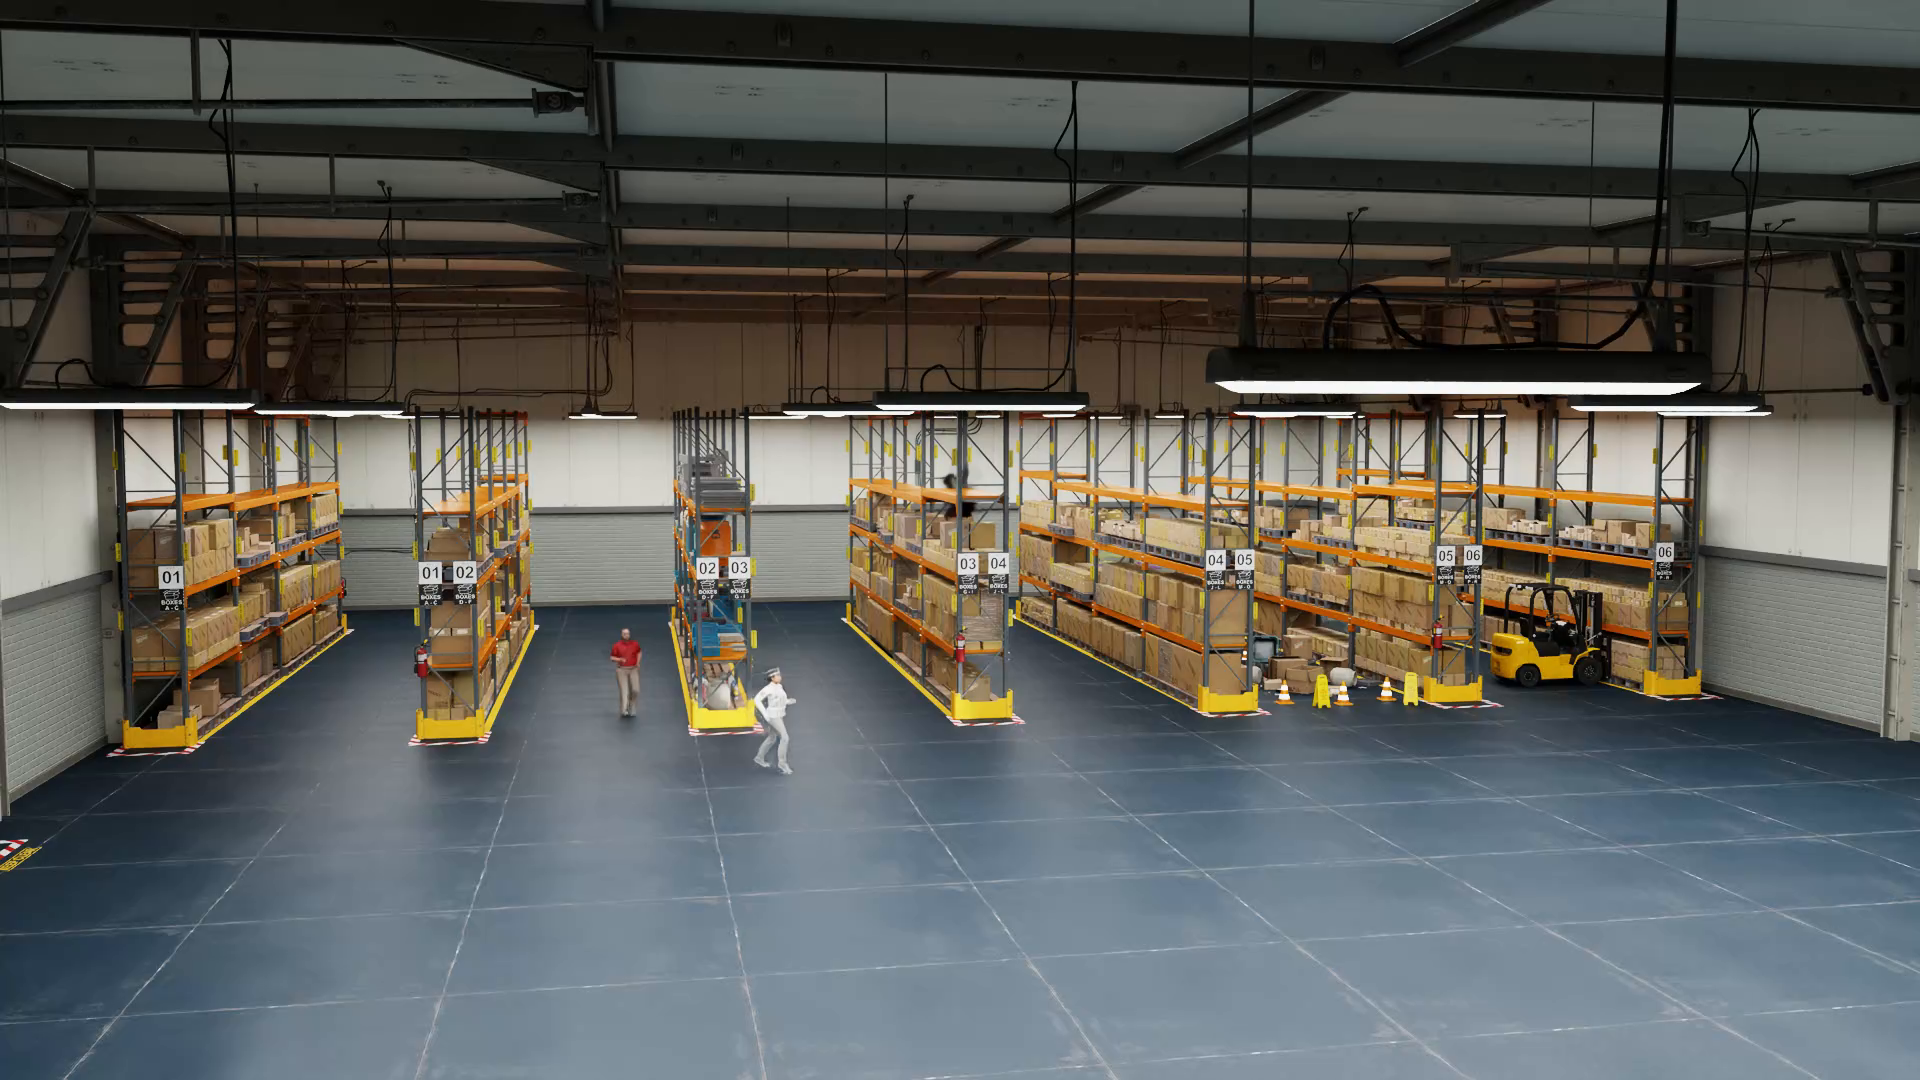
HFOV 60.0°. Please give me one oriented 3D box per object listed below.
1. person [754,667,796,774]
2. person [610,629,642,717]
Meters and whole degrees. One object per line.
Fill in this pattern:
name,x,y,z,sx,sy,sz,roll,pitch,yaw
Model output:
person,-3.029,2.943,27.182,0.744,1.750,0.583,1,4,14
person,-6.428,2.589,32.220,0.645,1.730,0.639,-2,4,-23
